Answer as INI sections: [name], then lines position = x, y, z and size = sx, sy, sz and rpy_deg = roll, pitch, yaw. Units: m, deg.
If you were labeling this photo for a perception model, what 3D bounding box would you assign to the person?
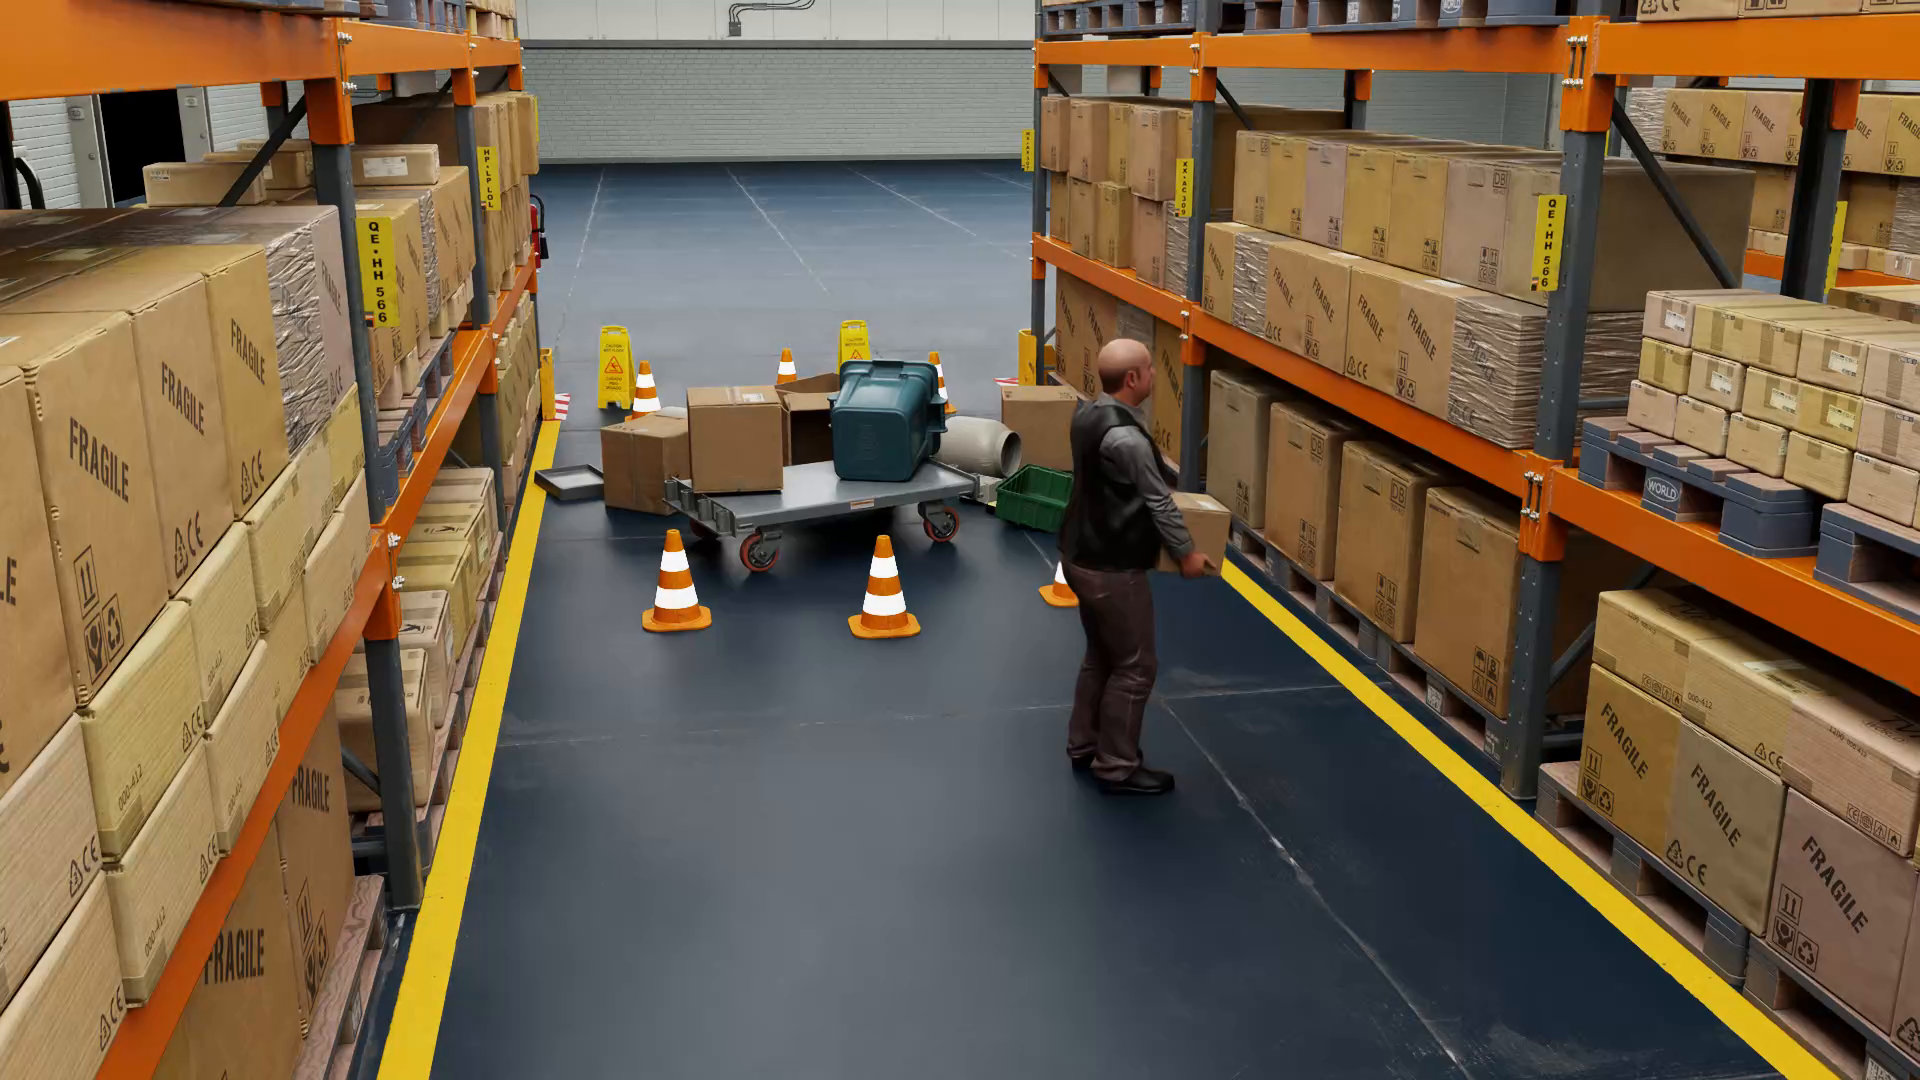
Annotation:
[person]
position = 0.650, 0.095, 6.265
size = 0.558, 1.720, 0.494
rpy_deg = -3, 17, -11
